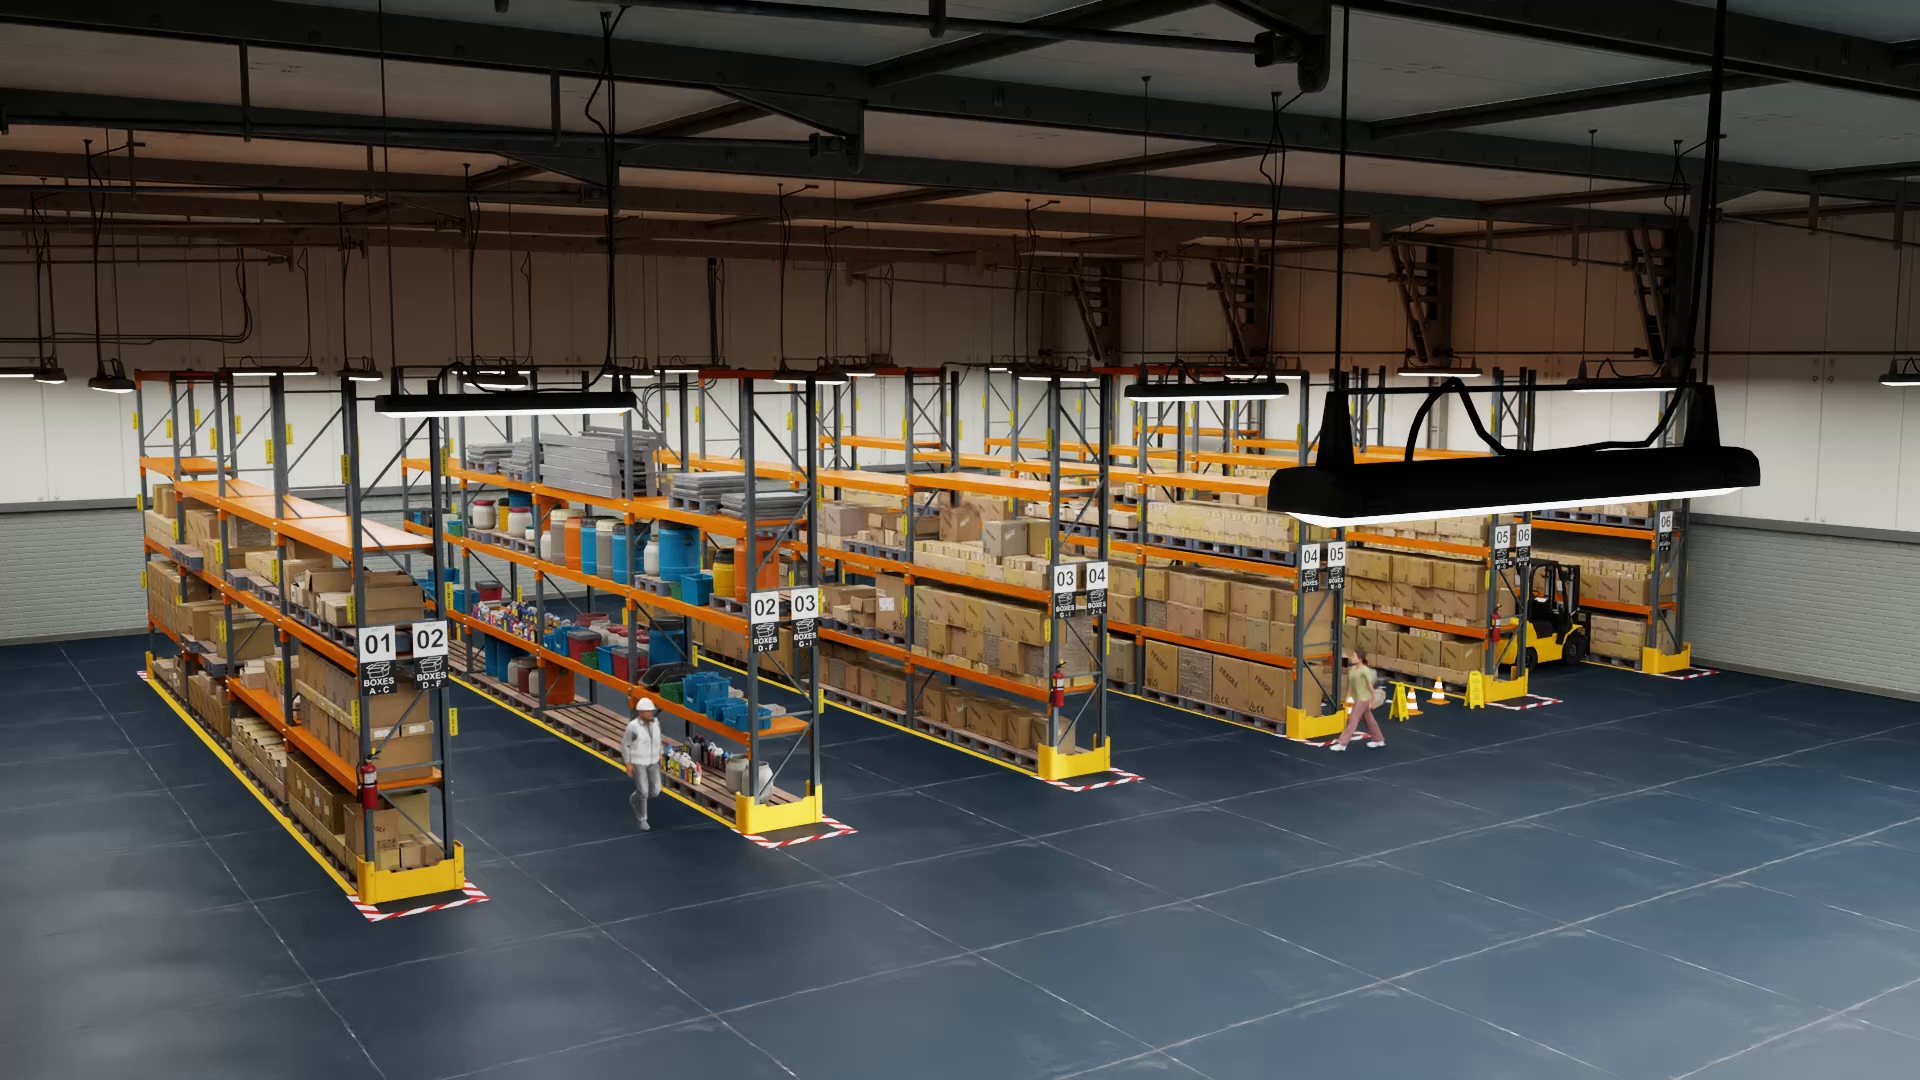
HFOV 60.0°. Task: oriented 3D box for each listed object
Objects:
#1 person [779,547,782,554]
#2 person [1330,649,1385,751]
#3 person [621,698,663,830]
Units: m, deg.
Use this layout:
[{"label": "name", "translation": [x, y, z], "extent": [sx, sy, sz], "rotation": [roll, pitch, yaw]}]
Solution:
[{"label": "person", "translation": [-4.589, 0.850, 41.572], "extent": [0.419, 1.548, 0.914], "rotation": [0, 6, -4]}, {"label": "person", "translation": [6.314, 2.524, 26.452], "extent": [1.021, 1.599, 0.485], "rotation": [-2, 7, -15]}, {"label": "person", "translation": [-4.284, 2.959, 22.276], "extent": [0.638, 1.755, 0.623], "rotation": [6, 9, 43]}]
